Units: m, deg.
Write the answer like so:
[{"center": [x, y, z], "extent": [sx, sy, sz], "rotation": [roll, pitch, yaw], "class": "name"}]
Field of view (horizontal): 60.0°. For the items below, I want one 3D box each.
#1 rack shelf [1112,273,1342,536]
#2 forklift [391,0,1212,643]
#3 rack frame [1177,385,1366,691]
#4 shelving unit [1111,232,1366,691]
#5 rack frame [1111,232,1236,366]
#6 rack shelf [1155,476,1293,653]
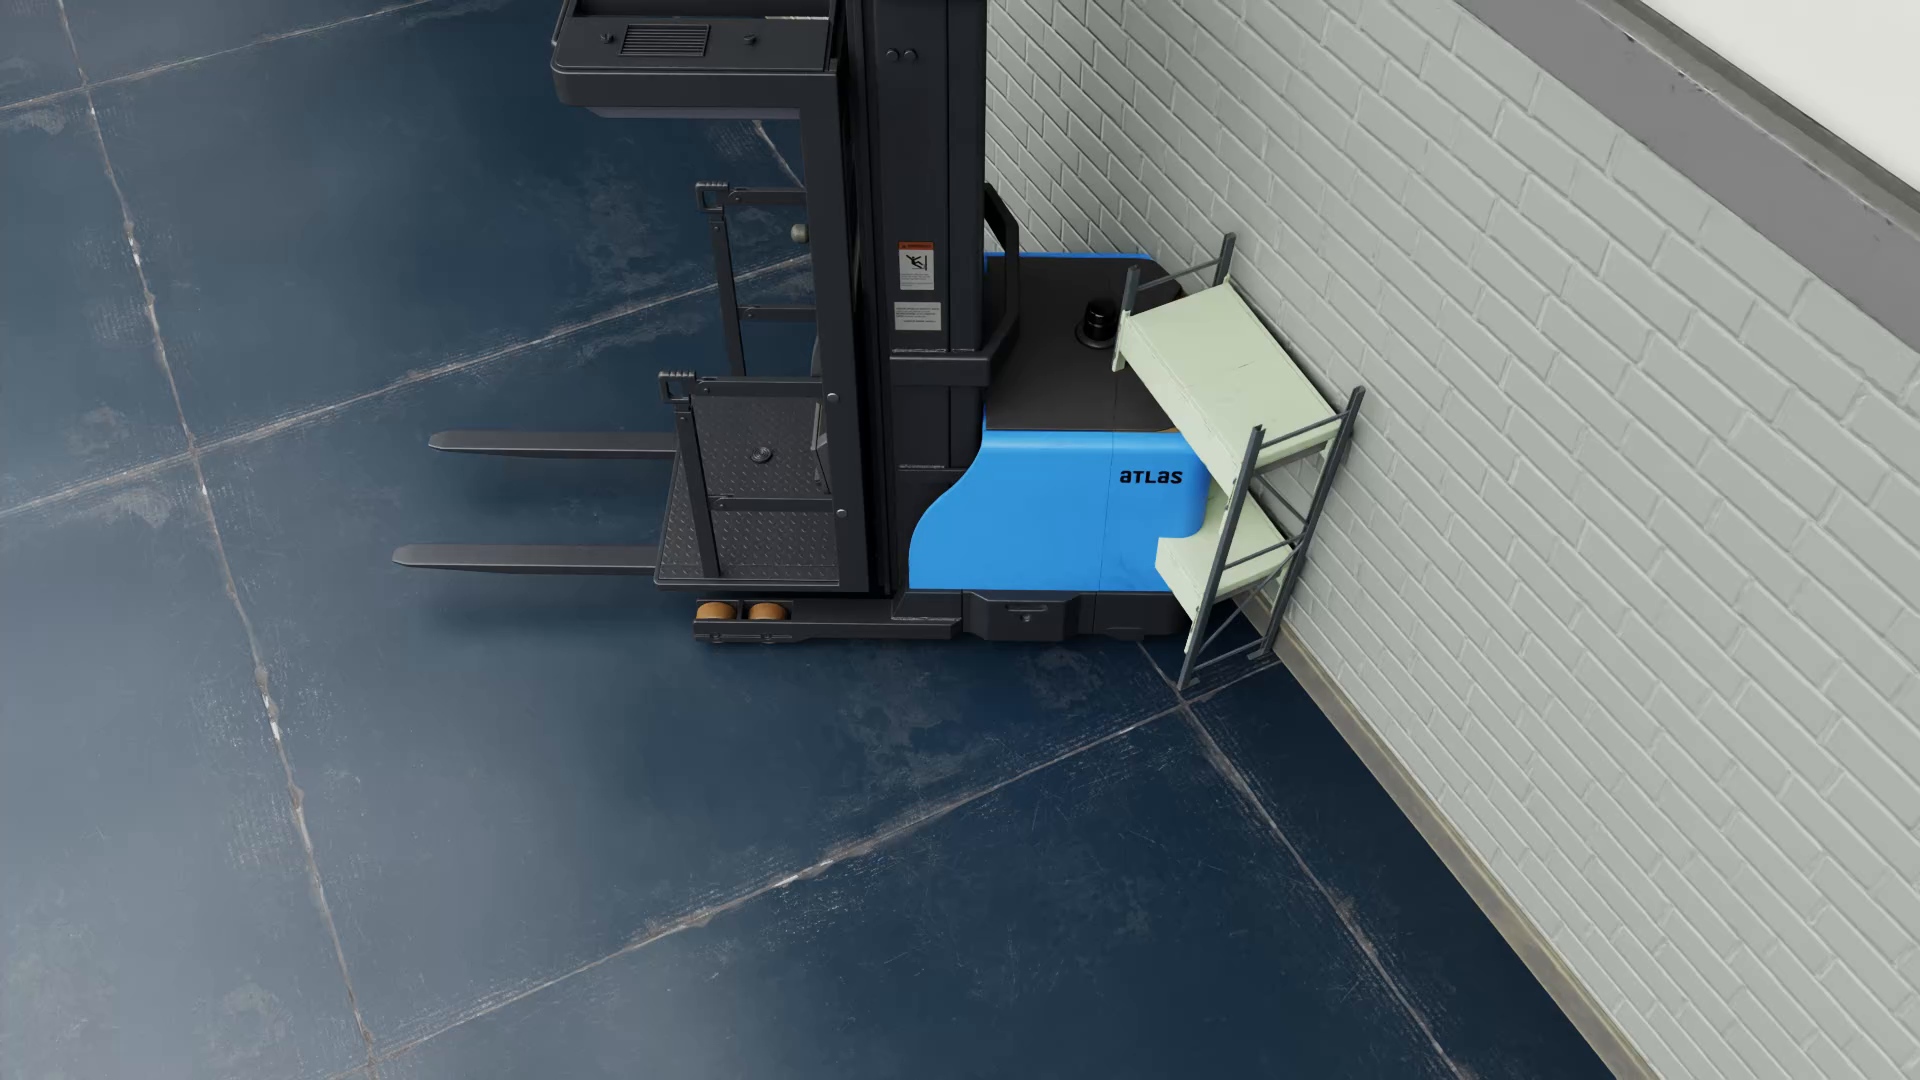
[{"center": [0.871, -0.453, 5.483], "extent": [0.431, 0.370, 0.720], "rotation": [-21, 58, -17], "class": "rack shelf"}, {"center": [-0.630, -0.973, 5.546], "extent": [3.031, 2.935, 1.130], "rotation": [1, 49, 1], "class": "forklift"}, {"center": [1.020, 0.044, 5.613], "extent": [0.400, 1.500, 0.023], "rotation": [-21, 58, -17], "class": "rack frame"}, {"center": [0.853, -0.224, 5.798], "extent": [0.431, 1.500, 0.755], "rotation": [-21, 58, -17], "class": "shelving unit"}, {"center": [0.687, -0.493, 5.983], "extent": [0.400, 1.500, 0.023], "rotation": [-21, 58, -17], "class": "rack frame"}, {"center": [0.839, -0.033, 6.062], "extent": [0.431, 0.370, 0.720], "rotation": [-21, 58, -17], "class": "rack shelf"}]
